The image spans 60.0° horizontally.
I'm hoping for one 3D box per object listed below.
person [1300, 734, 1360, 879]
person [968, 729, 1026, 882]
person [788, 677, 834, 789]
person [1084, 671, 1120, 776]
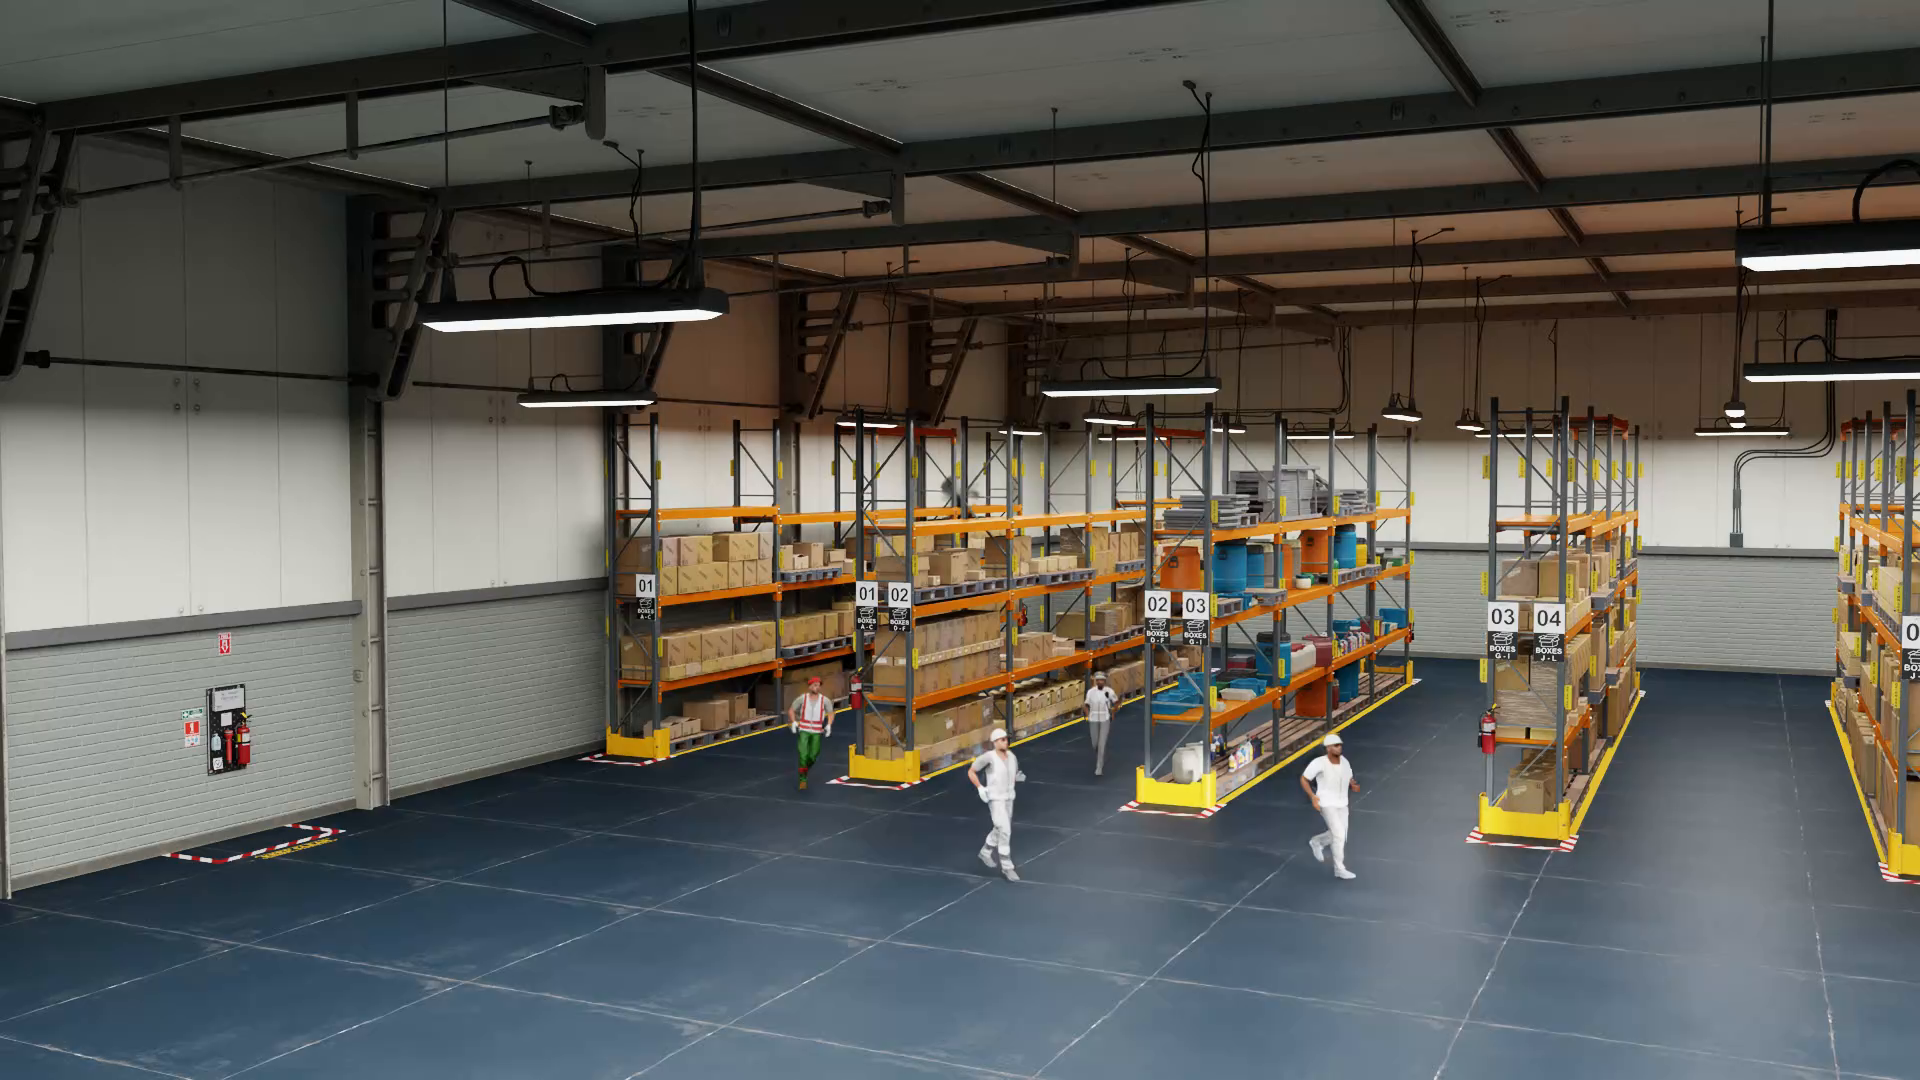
[{"bbox_3d":[4.573,3.259,20.537,0.705,1.742,0.831,-1,3,-31],"label":"person"},{"bbox_3d":[0.486,3.234,20.512,0.640,1.824,0.815,-2,3,-44],"label":"person"},{"bbox_3d":[-2.353,3.032,26.335,0.718,1.739,0.564,0,2,-8],"label":"person"},{"bbox_3d":[2.337,3.012,27.579,0.586,1.692,0.833,1,2,14],"label":"person"}]
